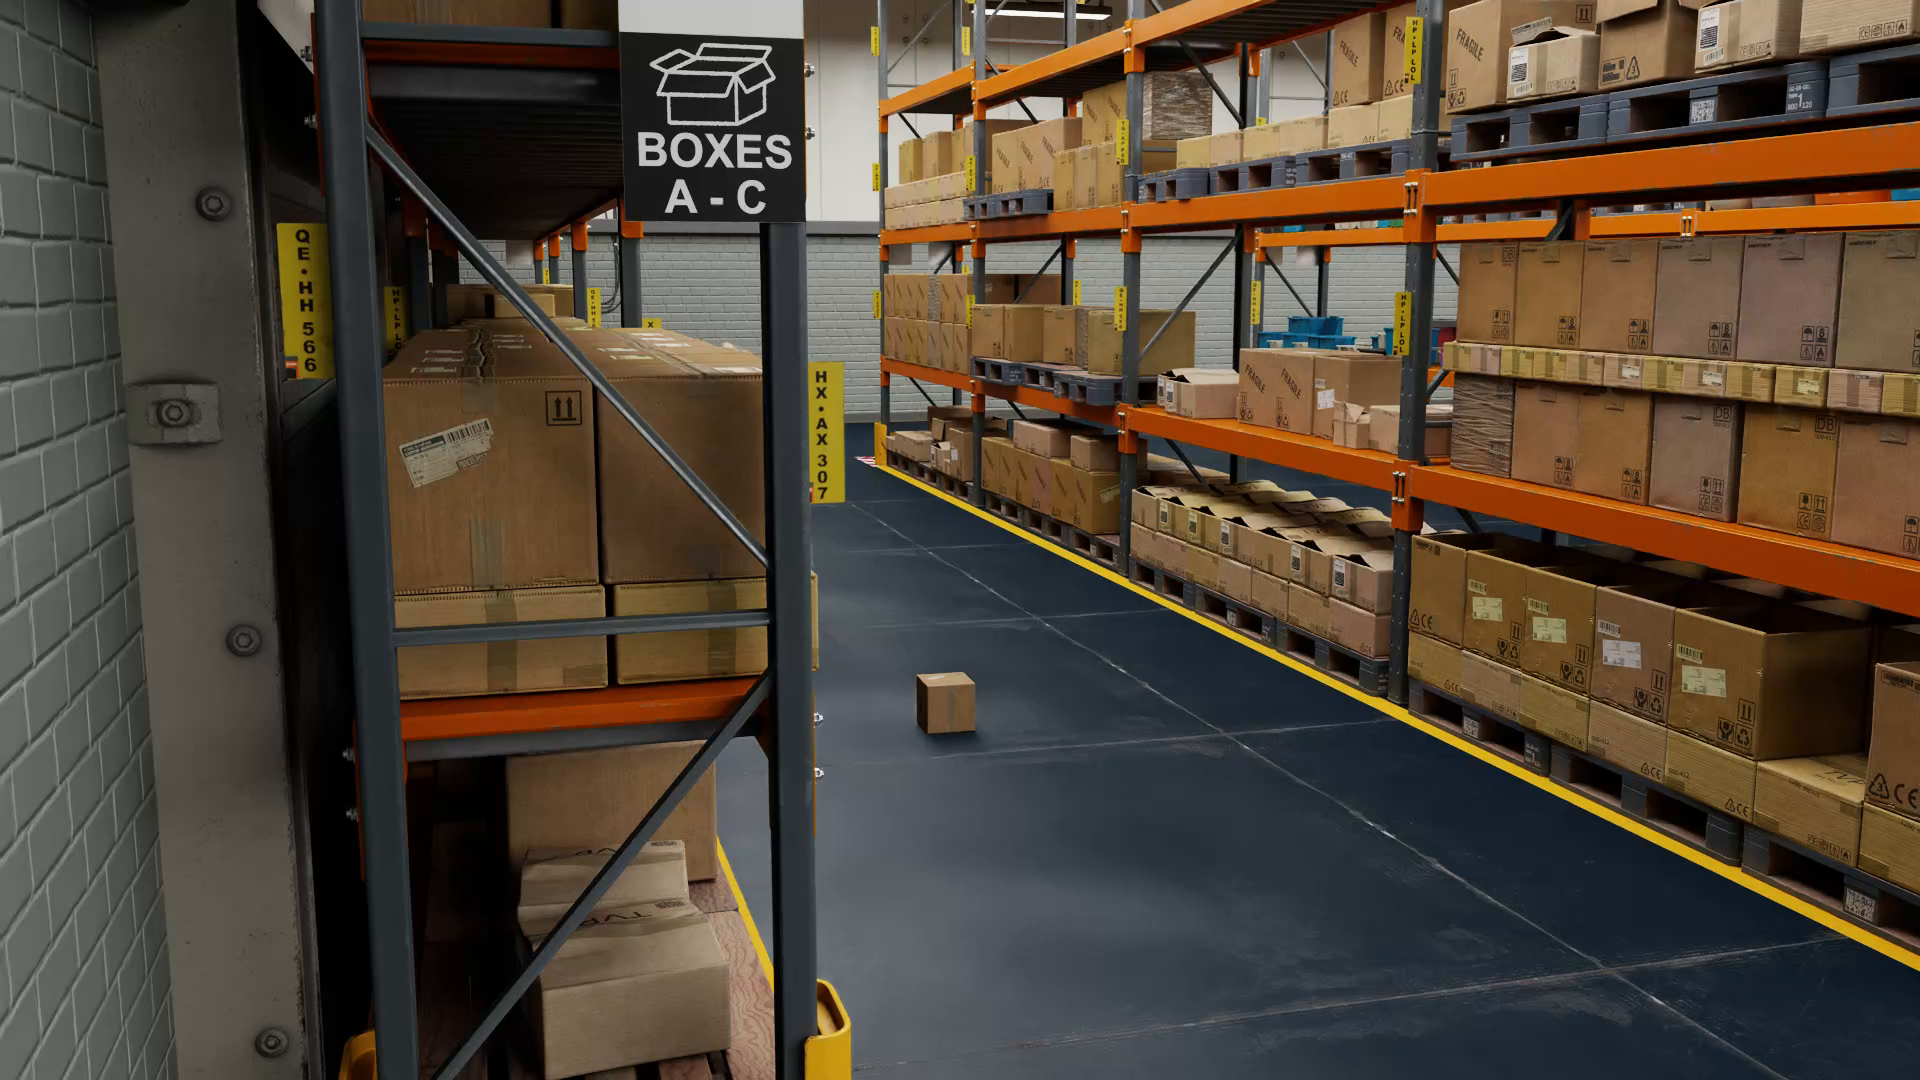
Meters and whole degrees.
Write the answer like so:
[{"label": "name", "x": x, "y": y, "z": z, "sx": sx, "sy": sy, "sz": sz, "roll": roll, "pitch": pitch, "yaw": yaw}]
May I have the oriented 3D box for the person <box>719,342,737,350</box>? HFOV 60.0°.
[{"label": "person", "x": -1.728, "y": -0.616, "z": 12.639, "sx": 0.576, "sy": 1.764, "sz": 0.680, "roll": -3, "pitch": 10, "yaw": -21}]
